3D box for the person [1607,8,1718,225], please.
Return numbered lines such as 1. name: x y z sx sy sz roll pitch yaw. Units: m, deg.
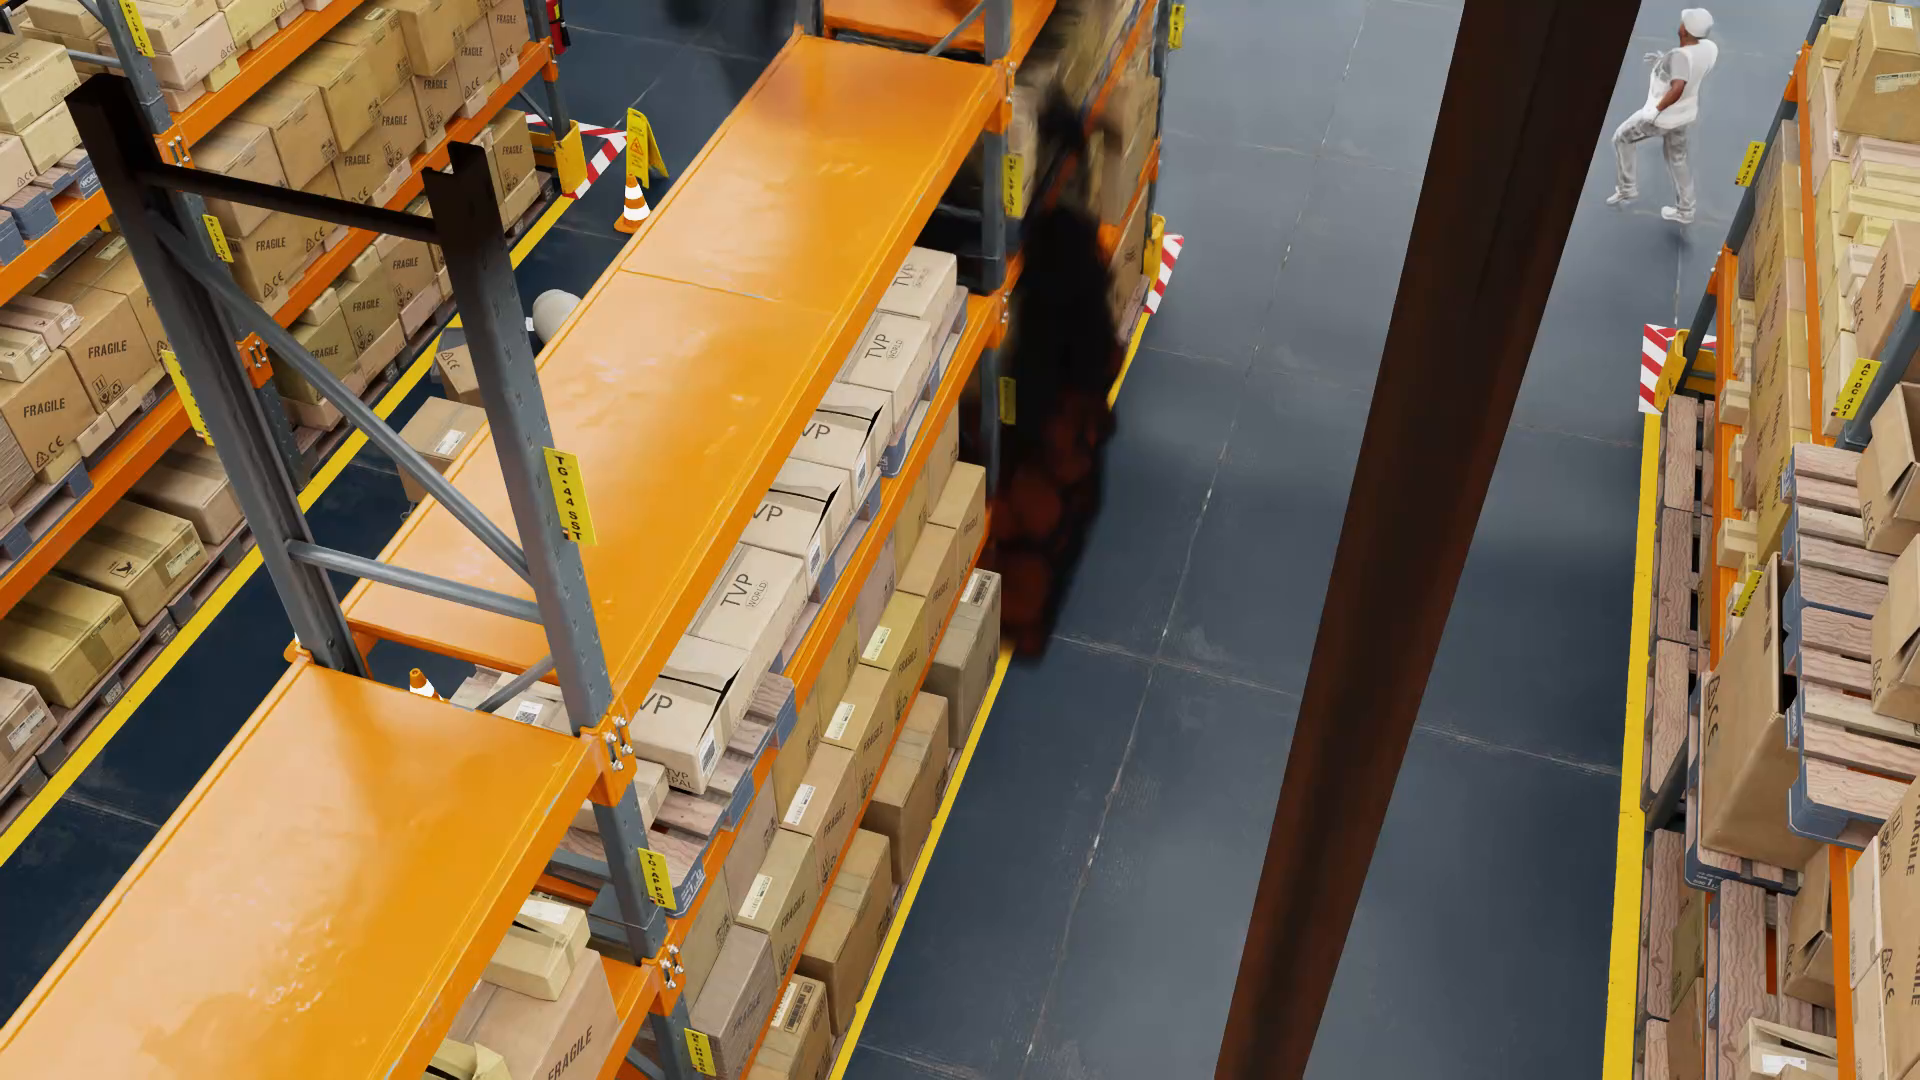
1. person: 5.584 -3.326 13.143 0.694 1.807 0.901 -21 49 -19
